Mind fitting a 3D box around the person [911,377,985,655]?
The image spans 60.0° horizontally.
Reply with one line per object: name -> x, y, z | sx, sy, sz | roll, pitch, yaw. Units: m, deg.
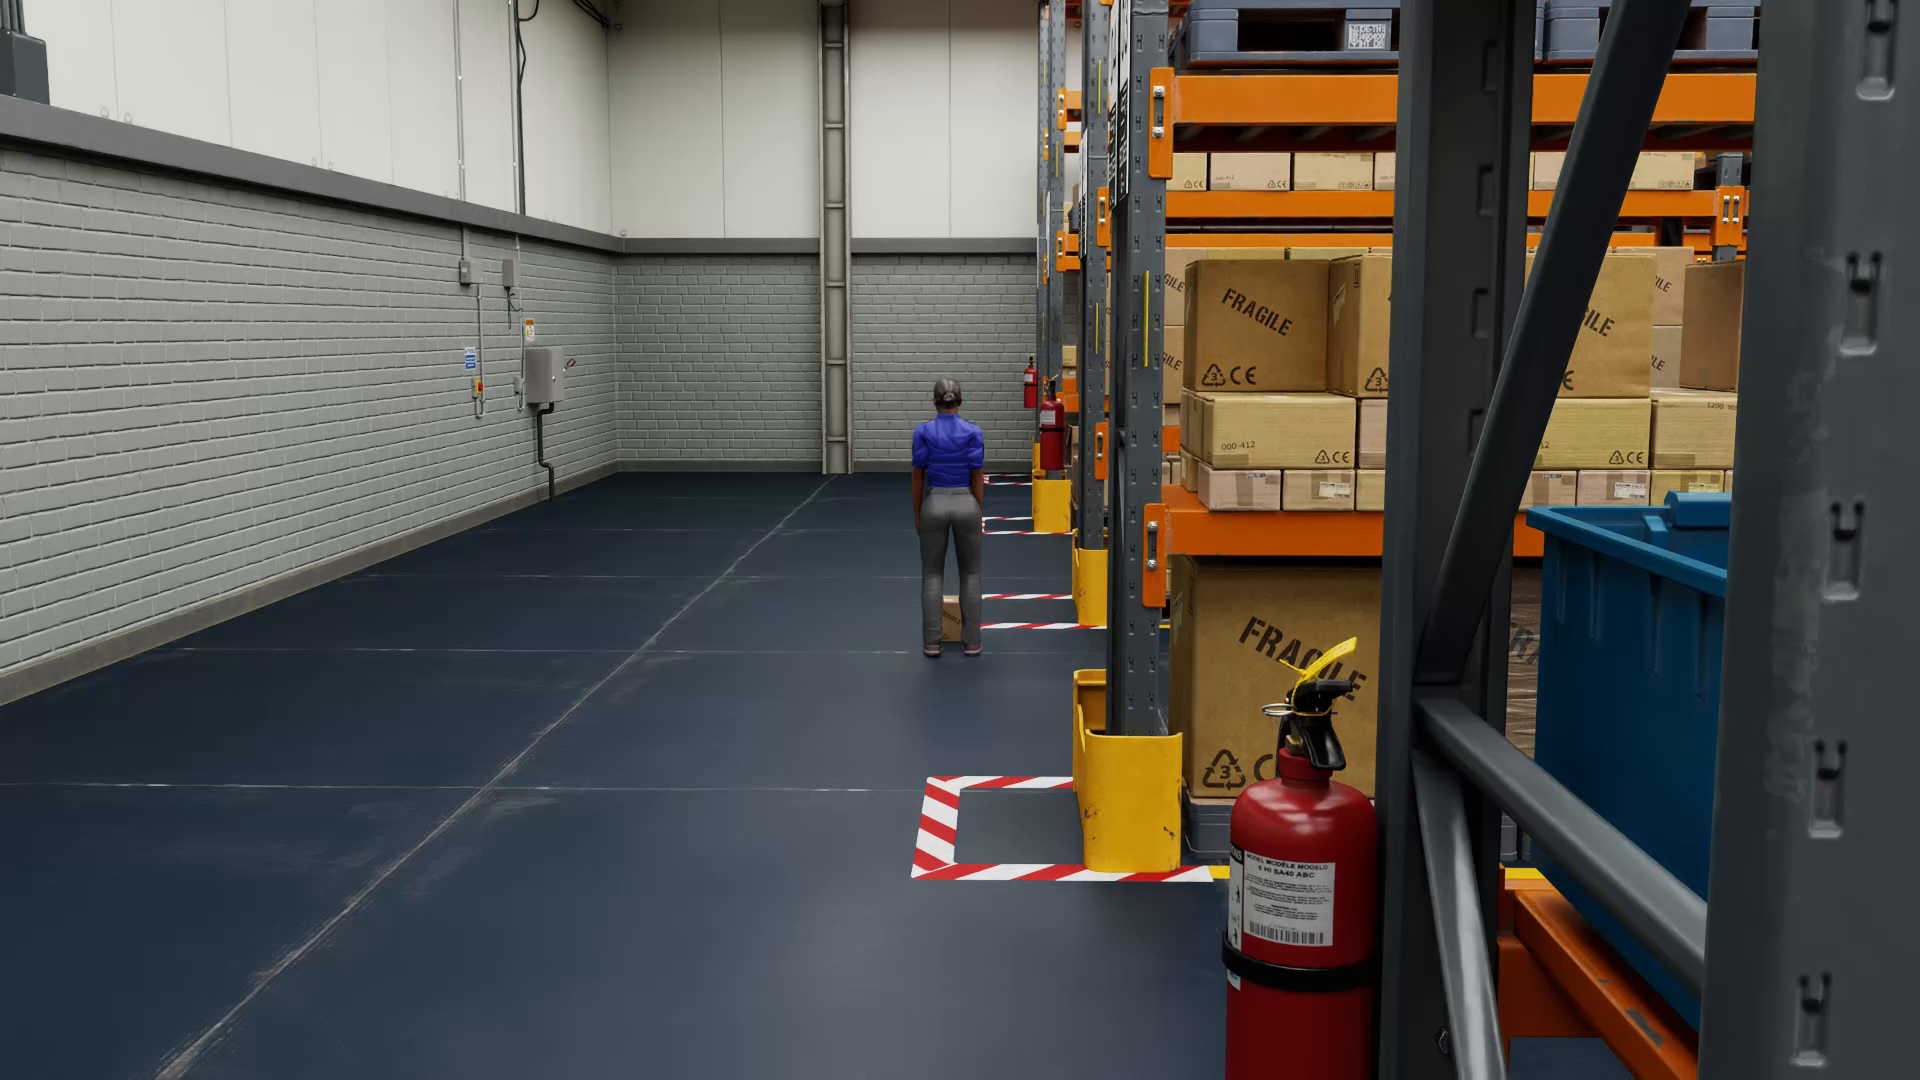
person -> -0.067, -0.137, 9.896 | 0.429, 1.653, 0.305 | 0, 7, 2
